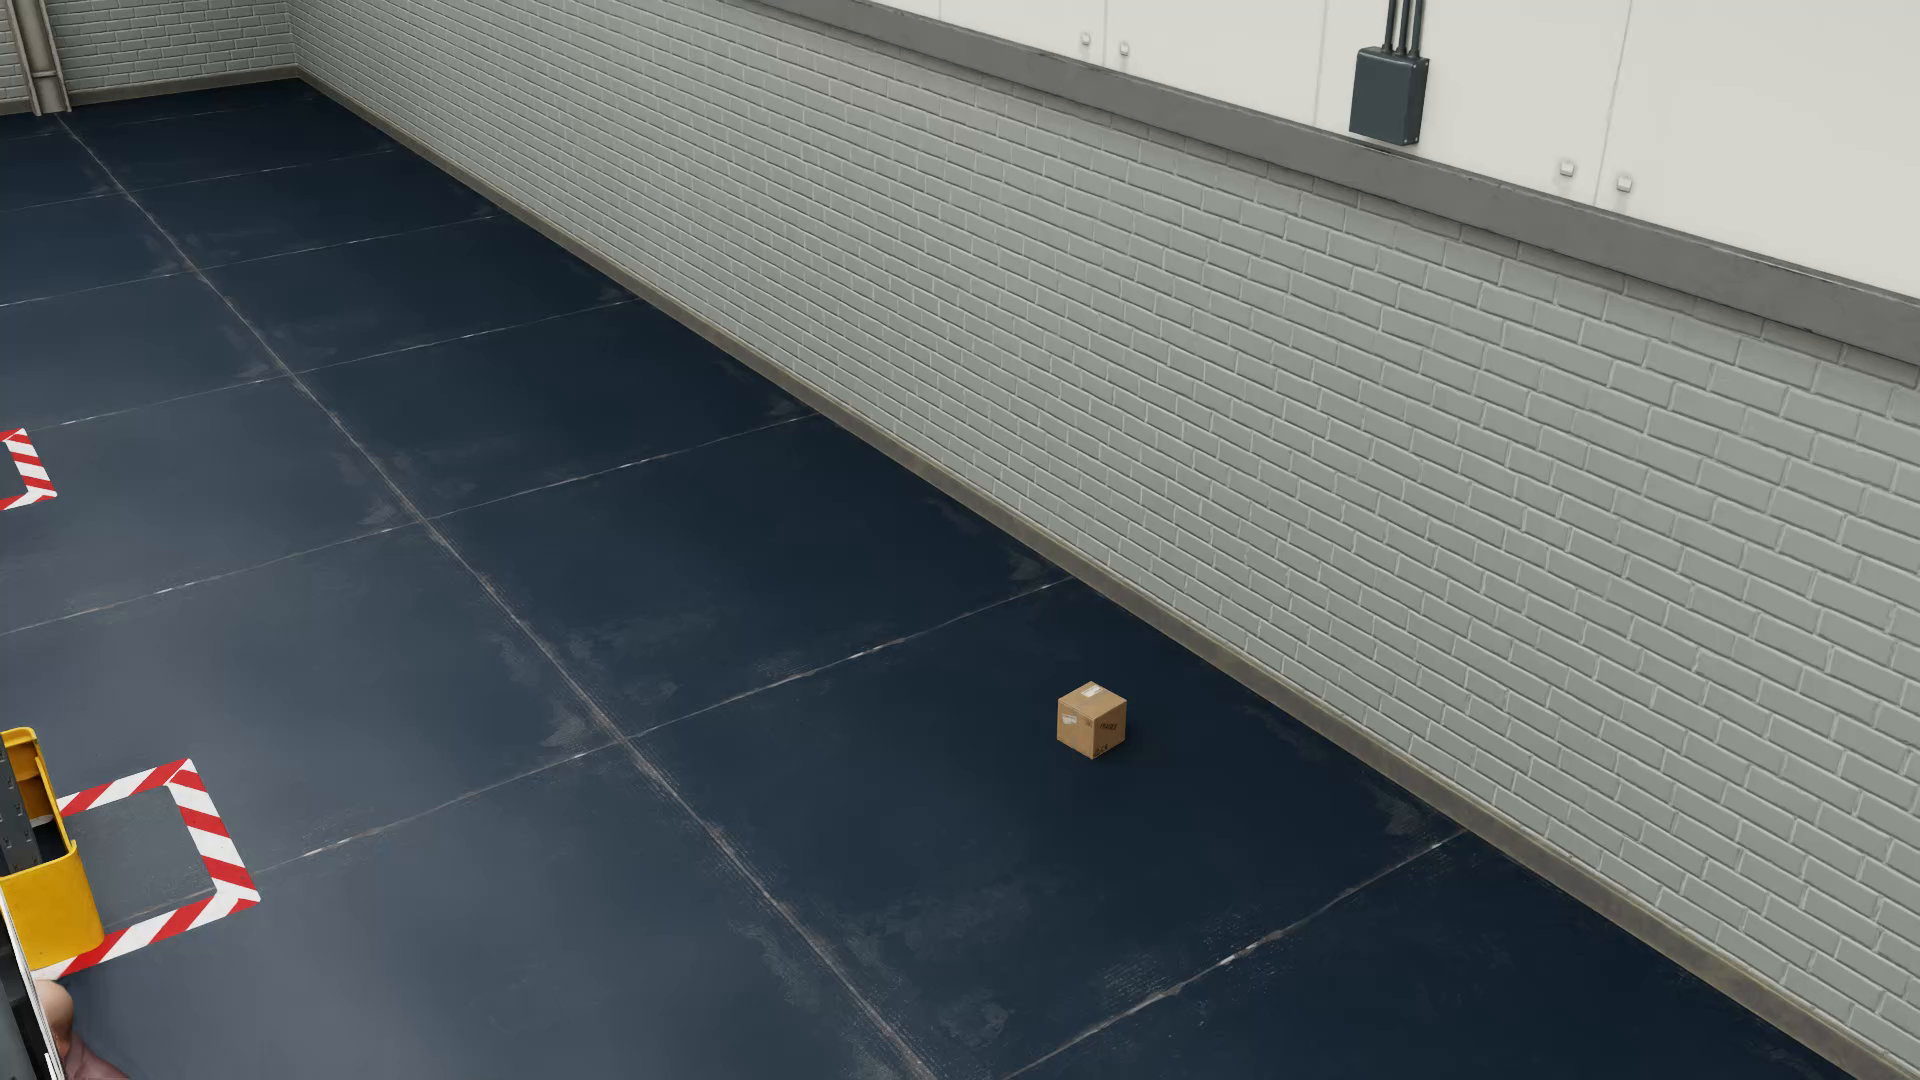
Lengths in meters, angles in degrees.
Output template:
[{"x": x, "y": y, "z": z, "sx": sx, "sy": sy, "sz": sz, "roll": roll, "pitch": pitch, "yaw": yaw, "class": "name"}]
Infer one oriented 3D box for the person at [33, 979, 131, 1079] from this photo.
[{"x": -2.481, "y": 1.942, "z": 4.898, "sx": 0.603, "sy": 1.694, "sz": 0.610, "roll": 18, "pitch": 33, "yaw": 30, "class": "person"}]
